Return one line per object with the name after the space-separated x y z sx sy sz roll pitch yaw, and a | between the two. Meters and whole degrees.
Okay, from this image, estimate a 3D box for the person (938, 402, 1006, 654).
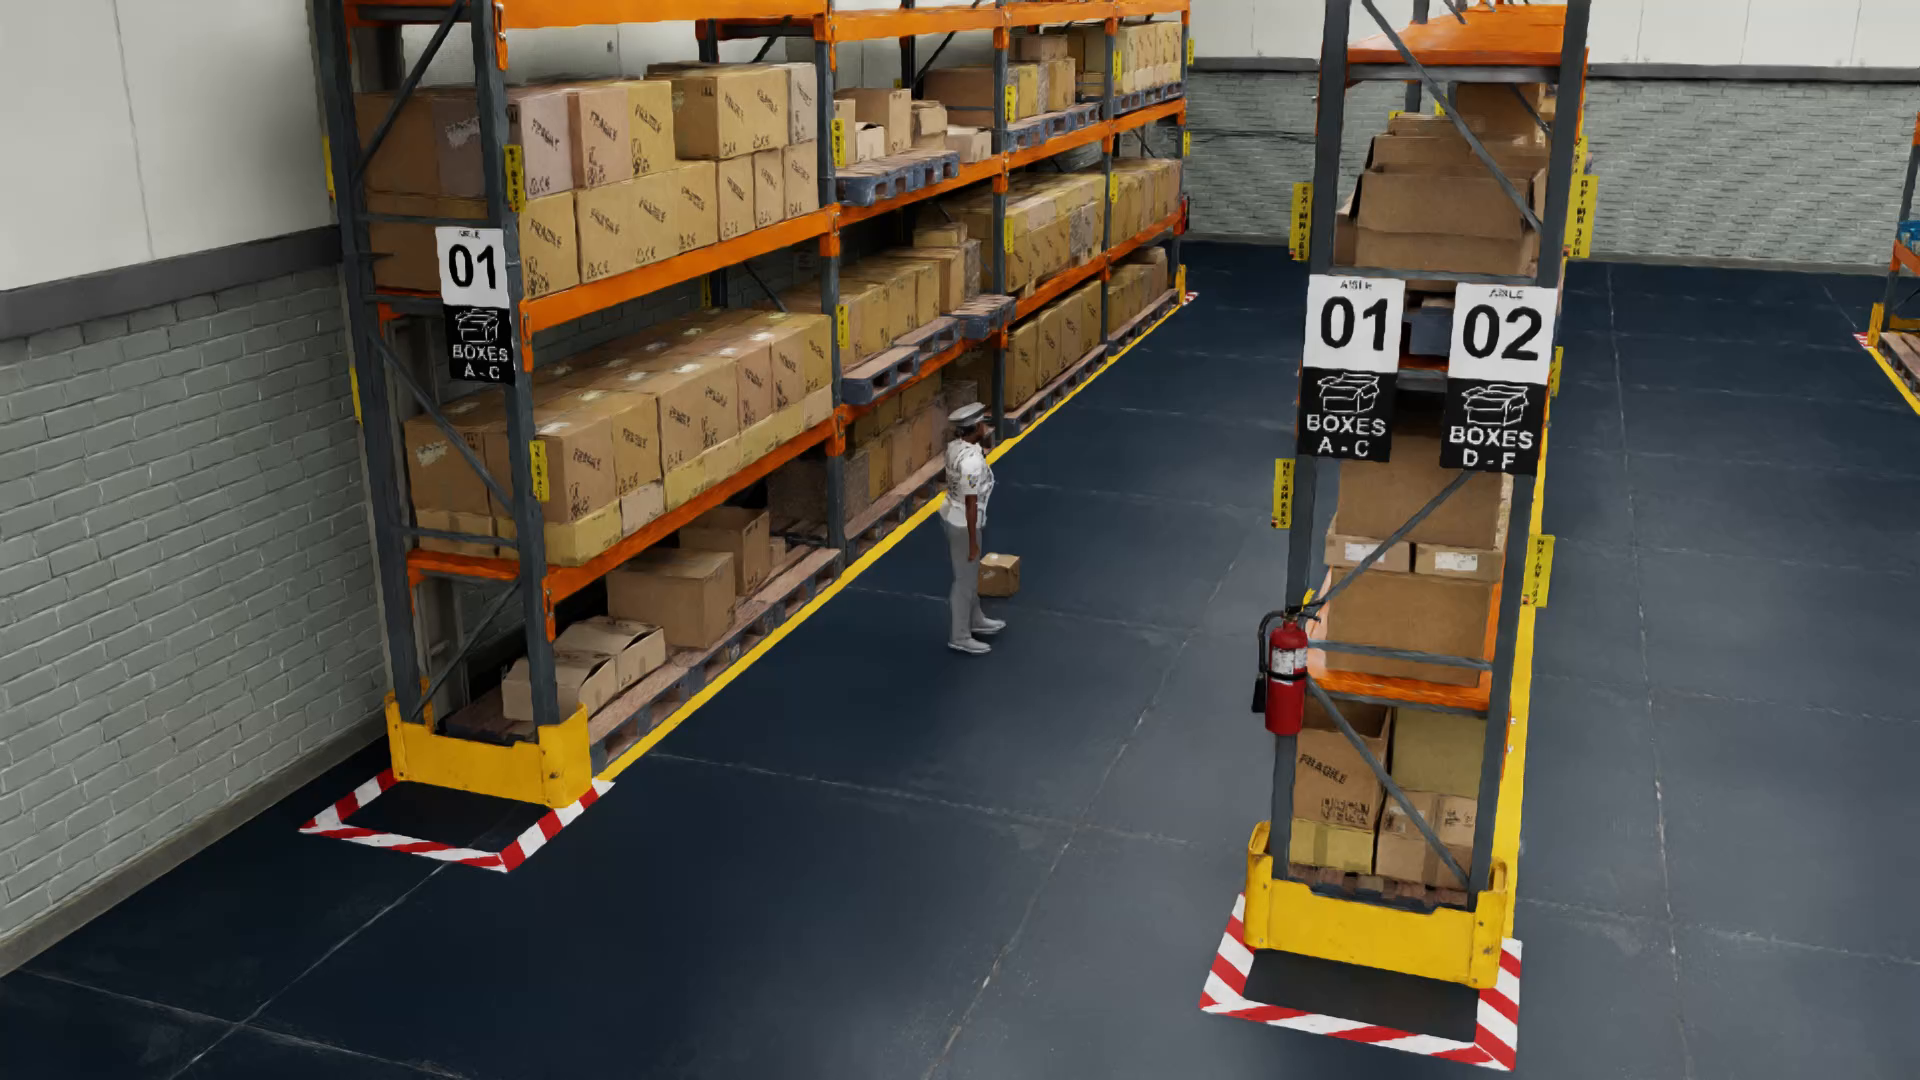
0.110 -0.091 11.249 0.484 1.684 0.508 -4 19 -12 | person
